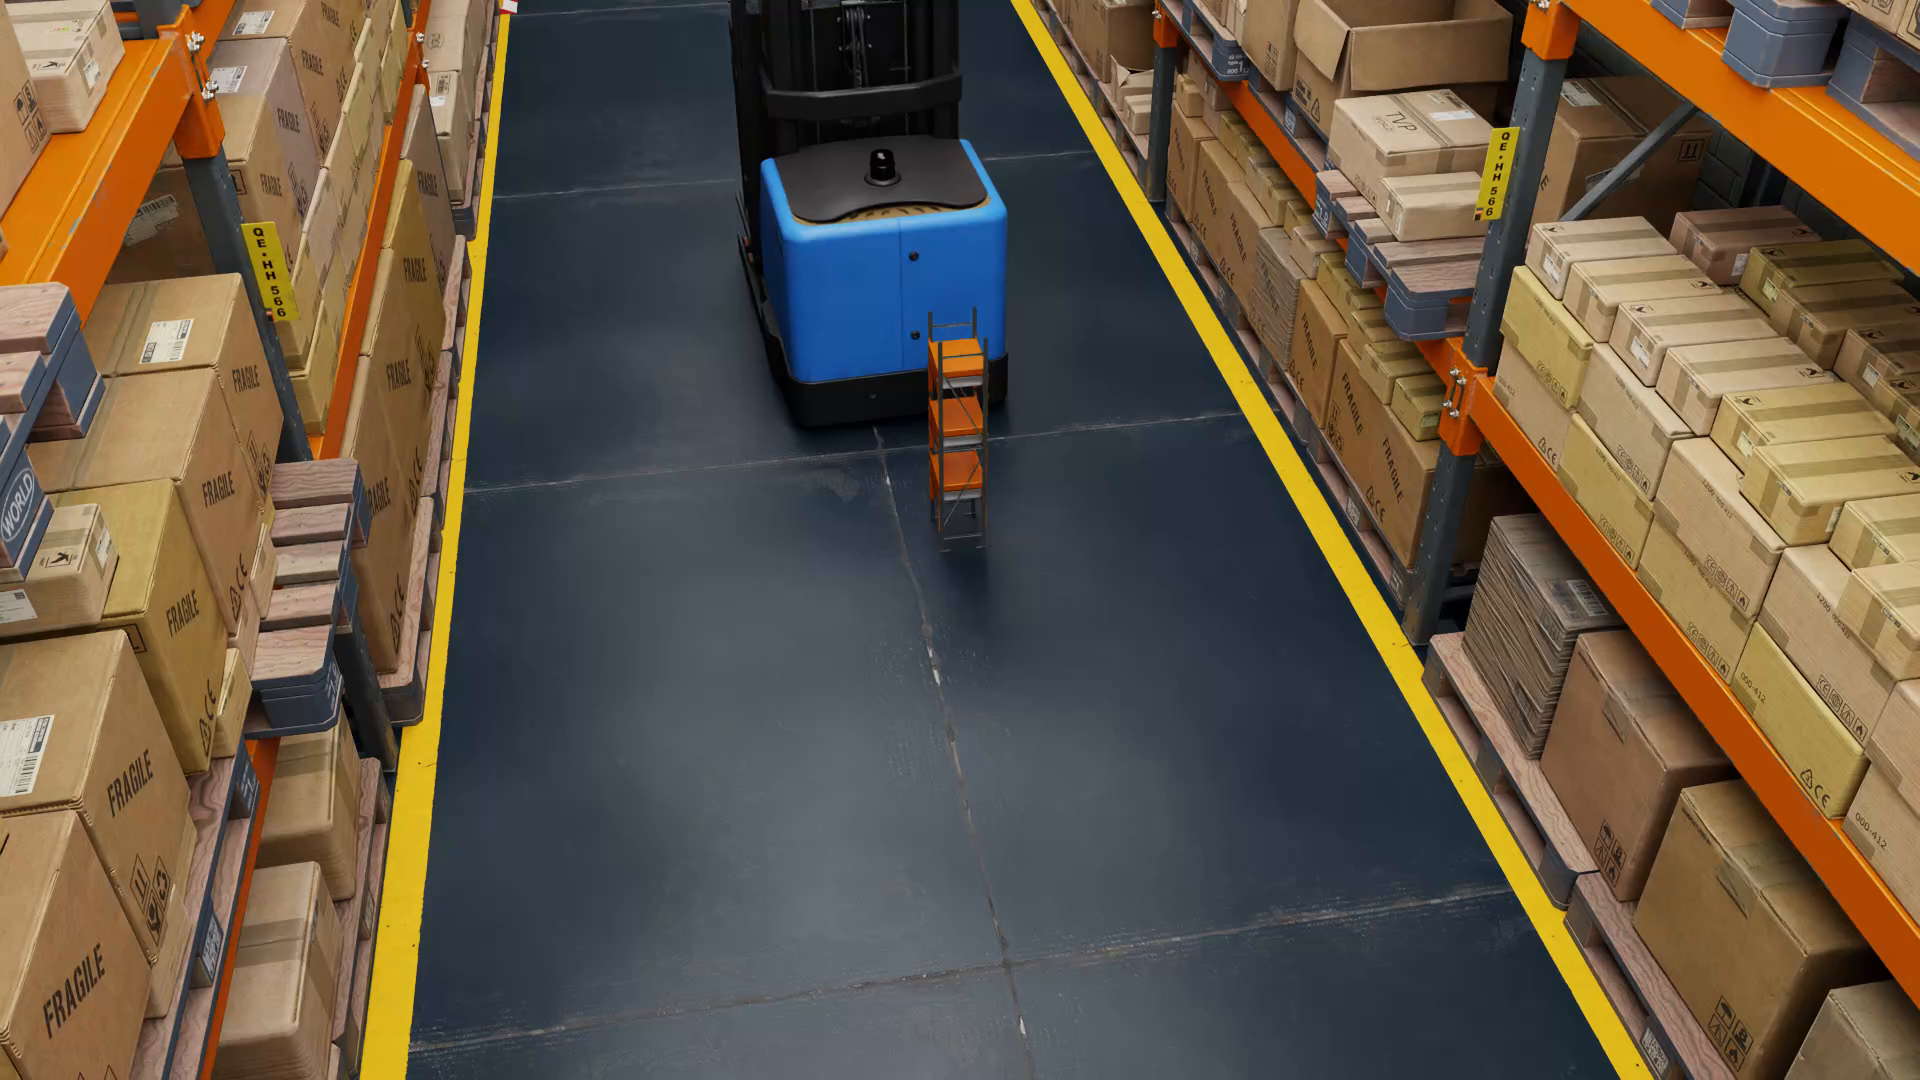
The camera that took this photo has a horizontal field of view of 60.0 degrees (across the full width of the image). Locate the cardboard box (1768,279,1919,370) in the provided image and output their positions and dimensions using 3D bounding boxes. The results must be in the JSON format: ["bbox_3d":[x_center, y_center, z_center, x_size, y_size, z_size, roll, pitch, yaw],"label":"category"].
[{"bbox_3d":[2.699,-0.653,5.035,0.380,0.149,0.250,-6,38,-8],"label":"cardboard box"}]

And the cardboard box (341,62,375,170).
[{"bbox_3d":[-2.671,-1.698,6.705,0.500,0.250,0.500,-6,38,-7],"label":"cardboard box"}]

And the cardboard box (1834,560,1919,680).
[{"bbox_3d":[2.348,0.177,3.967,0.380,0.149,0.250,-7,38,-9],"label":"cardboard box"}]

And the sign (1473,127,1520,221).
[{"bbox_3d":[1.769,-1.203,5.474,0.100,0.325,0.005,-6,38,-8],"label":"sign"}]

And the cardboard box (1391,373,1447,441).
[{"bbox_3d":[1.965,-0.547,6.675,0.380,0.149,0.250,-8,39,-10],"label":"cardboard box"}]

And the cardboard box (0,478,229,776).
[{"bbox_3d":[-2.040,0.233,3.839,0.500,0.500,0.500,-9,39,-11],"label":"cardboard box"}]

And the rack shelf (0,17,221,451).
[{"bbox_3d":[-2.234,0.003,2.943,1.077,0.370,4.000,-6,38,-8],"label":"rack shelf"}]

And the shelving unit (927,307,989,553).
[{"bbox_3d":[-0.009,-0.447,6.969,0.215,1.050,0.252,-6,38,-8],"label":"shelving unit"}]

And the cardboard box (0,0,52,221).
[{"bbox_3d":[-2.429,-0.955,3.508,0.700,0.500,0.500,-6,38,-8],"label":"cardboard box"}]

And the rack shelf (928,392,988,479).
[{"bbox_3d":[-0.009,-0.439,6.976,0.215,0.259,0.240,-6,38,-8],"label":"rack shelf"}]

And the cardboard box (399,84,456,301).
[{"bbox_3d":[-3.099,-1.682,8.359,0.875,0.875,0.875,-5,38,-7],"label":"cardboard box"}]

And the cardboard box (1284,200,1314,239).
[{"bbox_3d":[1.767,-1.505,7.908,0.380,0.149,0.250,-6,38,-8],"label":"cardboard box"}]

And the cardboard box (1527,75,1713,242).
[{"bbox_3d":[2.365,-1.374,6.150,0.500,0.500,0.500,-5,38,-6],"label":"cardboard box"}]

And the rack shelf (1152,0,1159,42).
[{"bbox_3d":[1.249,-4.181,10.773,1.077,0.370,4.000,-6,38,-8],"label":"rack shelf"}]

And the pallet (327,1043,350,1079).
[{"bbox_3d":[-2.239,2.004,4.498,1.003,0.211,1.213,-6,38,-8],"label":"pallet"}]

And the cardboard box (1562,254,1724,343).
[{"bbox_3d":[2.115,-0.751,5.162,0.380,0.149,0.250,-5,38,-7],"label":"cardboard box"}]

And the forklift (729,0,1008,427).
[{"bbox_3d":[-0.604,-2.598,8.205,1.130,2.935,3.031,-8,39,-10],"label":"forklift"}]

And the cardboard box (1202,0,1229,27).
[{"bbox_3d":[1.555,-2.833,8.028,0.700,0.500,0.500,-6,38,-7],"label":"cardboard box"}]

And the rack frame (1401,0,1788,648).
[{"bbox_3d":[2.301,-0.841,5.887,1.000,3.000,0.127,-6,38,-8],"label":"rack frame"}]

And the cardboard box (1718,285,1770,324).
[{"bbox_3d":[2.654,-0.738,5.469,0.500,0.250,0.500,-5,38,-7],"label":"cardboard box"}]

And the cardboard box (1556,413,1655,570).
[{"bbox_3d":[2.222,-0.183,5.163,0.500,0.250,0.500,-7,38,-9],"label":"cardboard box"}]

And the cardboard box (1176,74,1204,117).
[{"bbox_3d":[1.401,-2.446,9.120,0.380,0.149,0.250,-5,38,-6],"label":"cardboard box"}]

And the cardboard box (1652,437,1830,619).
[{"bbox_3d":[2.299,-0.064,4.602,0.500,0.250,0.500,-7,38,-9],"label":"cardboard box"}]

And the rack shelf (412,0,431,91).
[{"bbox_3d":[-3.637,-3.645,10.083,1.077,0.370,4.000,-6,38,-8],"label":"rack shelf"}]

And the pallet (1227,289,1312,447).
[{"bbox_3d":[1.997,-0.930,8.275,1.003,0.211,1.213,-6,38,-8],"label":"pallet"}]

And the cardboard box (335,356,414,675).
[{"bbox_3d":[-2.624,-0.058,6.269,0.875,0.875,0.875,-7,38,-8],"label":"cardboard box"}]

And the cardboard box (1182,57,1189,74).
[{"bbox_3d":[1.641,-2.983,10.626,0.380,0.149,0.250,-7,38,-9],"label":"cardboard box"}]

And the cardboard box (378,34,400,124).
[{"bbox_3d":[-2.871,-2.110,7.643,0.500,0.250,0.500,-7,38,-9],"label":"cardboard box"}]

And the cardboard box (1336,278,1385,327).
[{"bbox_3d":[1.883,-1.036,7.306,0.380,0.149,0.250,-5,38,-7],"label":"cardboard box"}]

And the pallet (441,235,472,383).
[{"bbox_3d":[-3.077,-1.162,8.573,1.003,0.211,1.213,-6,38,-8],"label":"pallet"}]

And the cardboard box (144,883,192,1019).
[{"bbox_3d":[-1.871,0.887,3.526,0.380,0.149,0.250,-5,38,-6],"label":"cardboard box"}]

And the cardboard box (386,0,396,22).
[{"bbox_3d":[-2.970,-2.619,7.891,0.500,0.250,0.500,-6,38,-8],"label":"cardboard box"}]

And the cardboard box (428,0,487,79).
[{"bbox_3d":[-3.605,-3.351,10.864,0.875,0.438,0.875,-5,38,-7],"label":"cardboard box"}]

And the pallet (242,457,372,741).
[{"bbox_3d":[-2.355,0.190,4.717,1.213,0.211,1.003,-6,38,-8],"label":"pallet"}]

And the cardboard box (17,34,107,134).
[{"bbox_3d":[-2.271,-1.073,3.946,0.380,0.149,0.250,-6,38,-8],"label":"cardboard box"}]

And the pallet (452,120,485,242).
[{"bbox_3d":[-3.343,-2.087,9.765,1.003,0.211,1.213,-6,38,-8],"label":"pallet"}]

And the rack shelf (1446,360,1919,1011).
[{"bbox_3d":[2.652,0.651,4.553,1.077,0.370,4.000,-6,38,-8],"label":"rack shelf"}]

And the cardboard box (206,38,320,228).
[{"bbox_3d":[-2.527,-1.362,5.661,0.500,0.500,0.500,-6,38,-8],"label":"cardboard box"}]

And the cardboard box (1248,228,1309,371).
[{"bbox_3d":[1.734,-1.183,8.023,0.500,0.500,0.500,-8,38,-10],"label":"cardboard box"}]

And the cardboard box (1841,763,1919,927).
[{"bbox_3d":[2.506,0.752,3.959,0.500,0.250,0.500,-6,38,-8],"label":"cardboard box"}]

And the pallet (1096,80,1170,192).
[{"bbox_3d":[1.480,-2.570,10.387,1.003,0.211,1.213,-6,38,-8],"label":"pallet"}]

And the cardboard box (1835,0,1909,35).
[{"bbox_3d":[2.375,-1.512,3.802,0.700,0.500,0.500,-7,38,-9],"label":"cardboard box"}]

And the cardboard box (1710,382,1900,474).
[{"bbox_3d":[2.317,-0.294,4.573,0.380,0.149,0.250,-6,38,-7],"label":"cardboard box"}]

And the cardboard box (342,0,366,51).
[{"bbox_3d":[-2.793,-2.292,6.859,0.500,0.500,0.500,-5,38,-7],"label":"cardboard box"}]

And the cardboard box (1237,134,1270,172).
[{"bbox_3d":[1.643,-1.970,8.507,0.380,0.149,0.250,-7,38,-9],"label":"cardboard box"}]

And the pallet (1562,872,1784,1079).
[{"bbox_3d":[2.618,1.497,5.151,1.003,0.211,1.213,-6,38,-8],"label":"pallet"}]

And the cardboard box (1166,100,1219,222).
[{"bbox_3d":[1.463,-2.119,9.228,0.500,0.500,0.500,-5,38,-6],"label":"cardboard box"}]

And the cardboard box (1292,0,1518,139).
[{"bbox_3d":[1.833,-2.013,6.970,0.797,0.503,0.637,-7,38,-9],"label":"cardboard box"}]

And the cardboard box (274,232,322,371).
[{"bbox_3d":[-2.431,-0.775,5.518,0.500,0.250,0.500,-6,38,-8],"label":"cardboard box"}]

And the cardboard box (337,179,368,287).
[{"bbox_3d":[-2.617,-1.194,6.464,0.500,0.250,0.500,-5,38,-6],"label":"cardboard box"}]

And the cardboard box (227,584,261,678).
[{"bbox_3d":[-2.053,0.256,4.338,0.380,0.149,0.250,-8,39,-10],"label":"cardboard box"}]

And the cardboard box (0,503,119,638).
[{"bbox_3d":[-2.020,0.074,3.515,0.380,0.149,0.250,-8,39,-10],"label":"cardboard box"}]

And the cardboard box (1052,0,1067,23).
[{"bbox_3d":[1.024,-3.951,11.586,0.700,0.500,0.500,-5,38,-6],"label":"cardboard box"}]

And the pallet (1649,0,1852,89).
[{"bbox_3d":[2.508,-1.550,4.510,1.213,0.211,1.003,-5,38,-6],"label":"pallet"}]

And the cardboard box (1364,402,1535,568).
[{"bbox_3d":[2.015,-0.252,6.824,0.500,0.500,0.500,-5,38,-7],"label":"cardboard box"}]

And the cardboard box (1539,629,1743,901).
[{"bbox_3d":[2.519,0.703,5.493,0.875,0.625,0.625,-5,38,-6],"label":"cardboard box"}]

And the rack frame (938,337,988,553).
[{"bbox_3d":[0.012,-0.373,6.875,0.200,1.050,0.008,-6,38,-8],"label":"rack frame"}]
